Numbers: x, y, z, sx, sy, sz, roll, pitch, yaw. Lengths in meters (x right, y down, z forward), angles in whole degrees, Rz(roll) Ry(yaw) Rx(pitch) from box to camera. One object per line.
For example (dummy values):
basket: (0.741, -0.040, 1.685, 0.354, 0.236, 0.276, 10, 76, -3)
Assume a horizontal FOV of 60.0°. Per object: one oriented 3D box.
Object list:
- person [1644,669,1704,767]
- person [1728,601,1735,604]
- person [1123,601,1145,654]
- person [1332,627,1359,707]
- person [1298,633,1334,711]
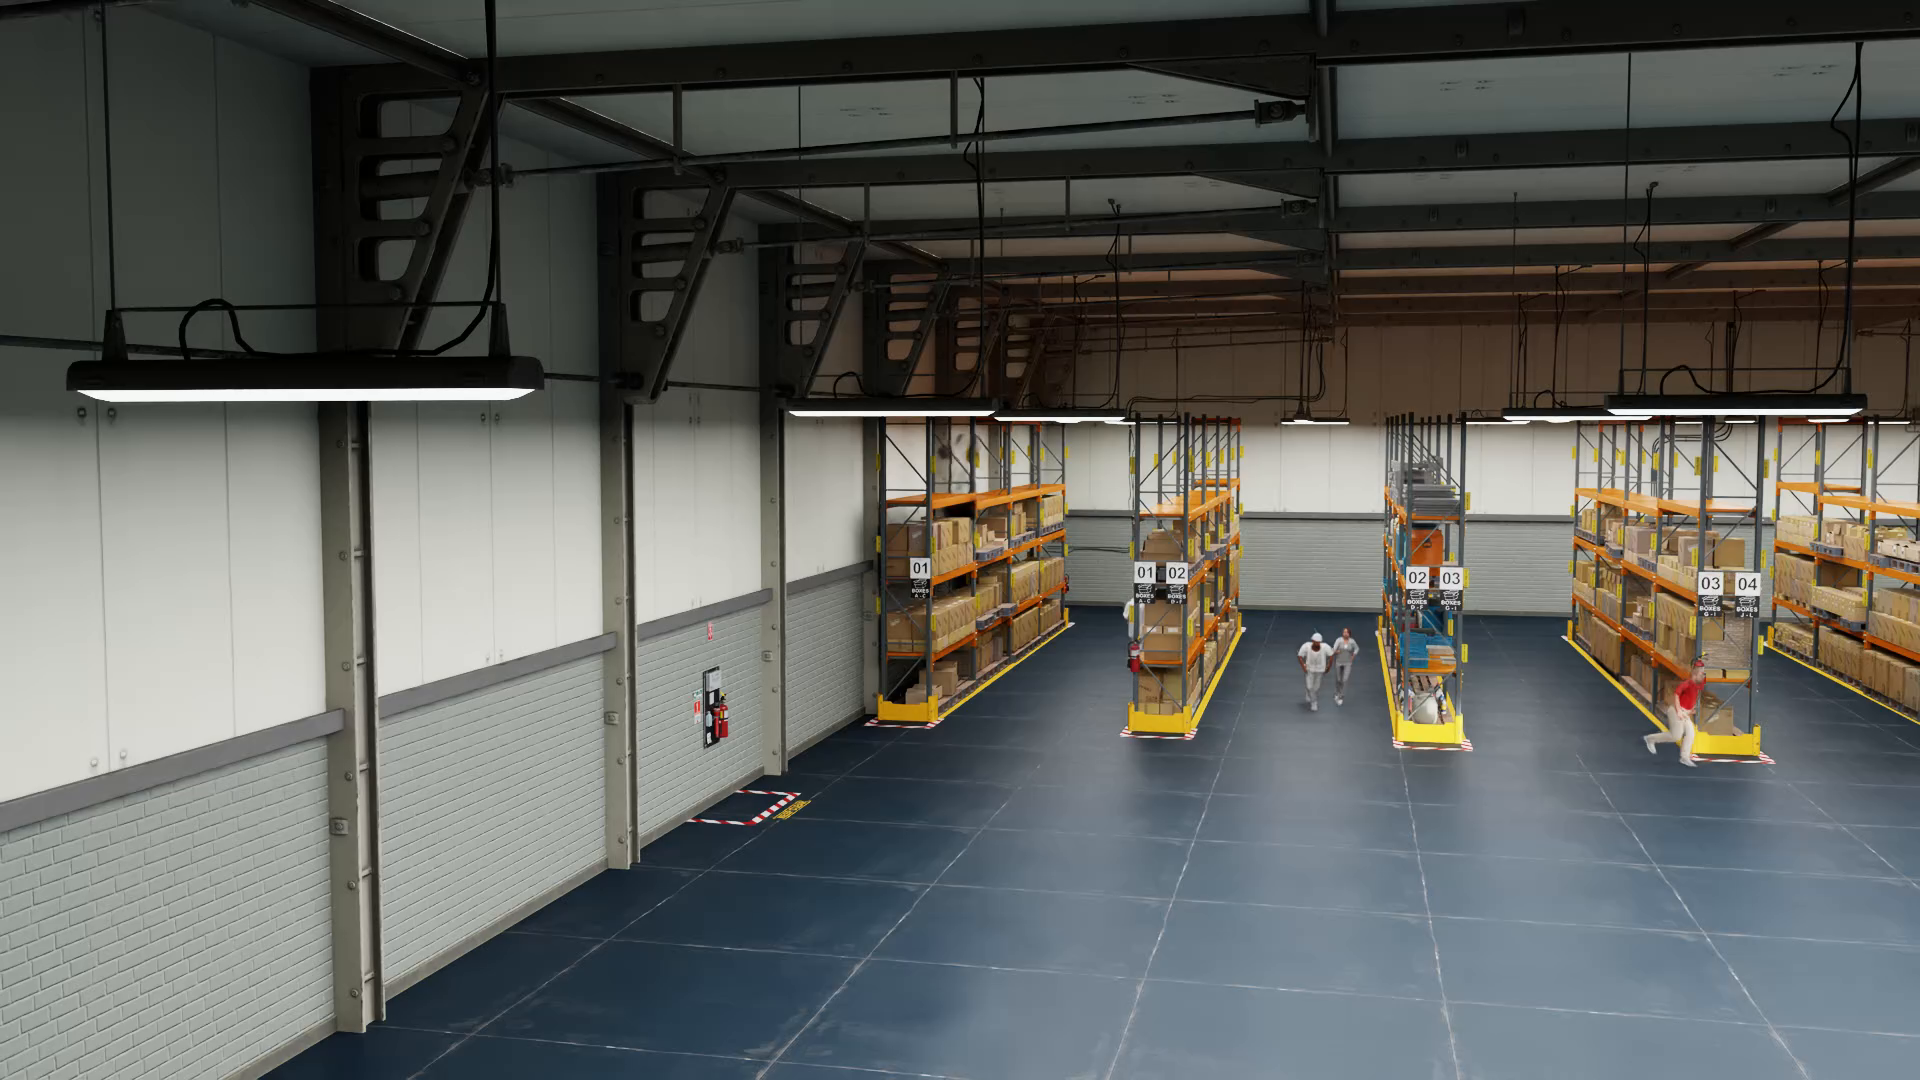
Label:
person: (12.189, 3.003, 28.381, 0.920, 1.688, 0.667, 3, 5, 33)
person: (20.497, 1.940, 44.164, 0.608, 1.628, 0.540, 3, 5, 38)
person: (4.323, 2.104, 40.455, 0.694, 1.763, 0.991, 1, 4, 7)
person: (7.936, 2.611, 34.334, 0.537, 1.641, 0.695, 1, 4, 19)
person: (7.215, 2.650, 33.761, 0.720, 1.607, 0.974, 0, 4, 6)
